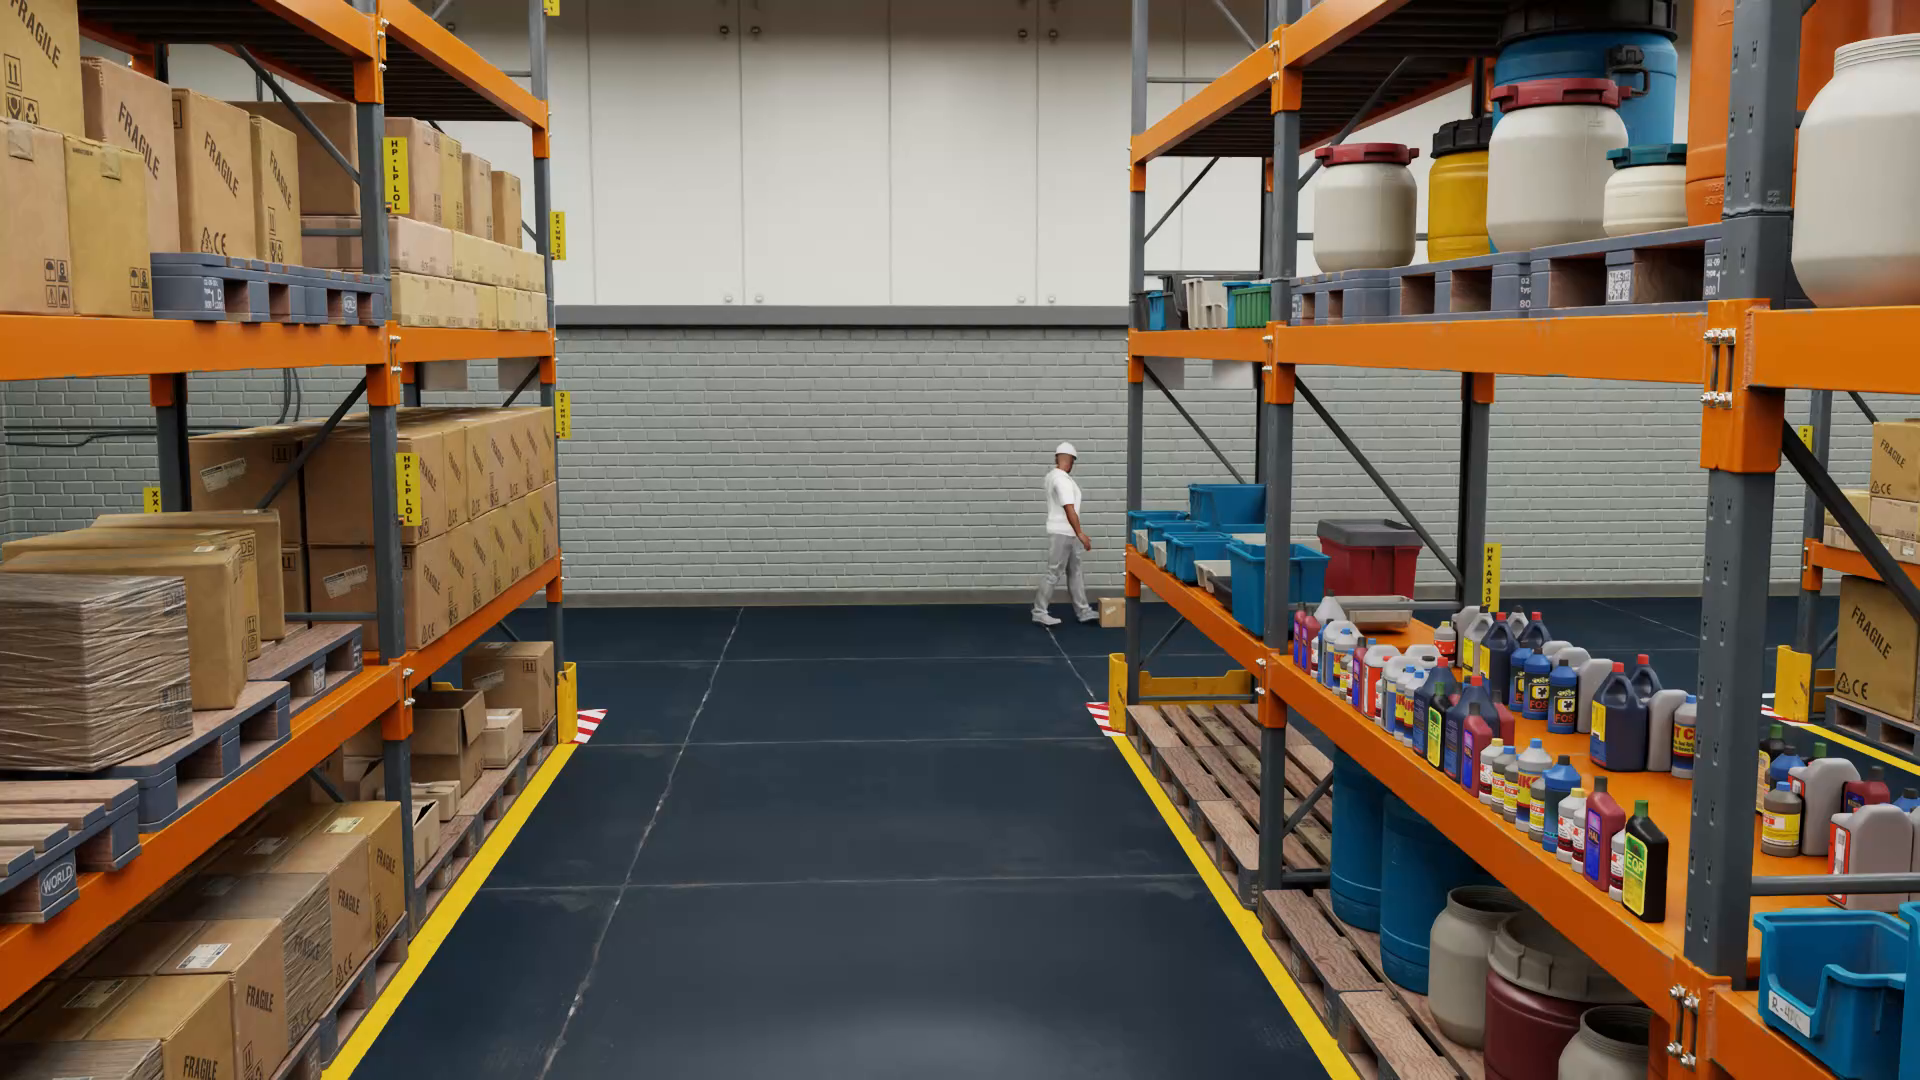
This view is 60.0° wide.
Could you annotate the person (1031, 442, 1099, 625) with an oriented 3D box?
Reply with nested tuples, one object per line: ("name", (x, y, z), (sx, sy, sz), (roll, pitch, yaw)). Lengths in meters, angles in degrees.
("person", (1.072, -0.056, 16.004), (0.766, 1.757, 0.615), (0, 7, 2))
